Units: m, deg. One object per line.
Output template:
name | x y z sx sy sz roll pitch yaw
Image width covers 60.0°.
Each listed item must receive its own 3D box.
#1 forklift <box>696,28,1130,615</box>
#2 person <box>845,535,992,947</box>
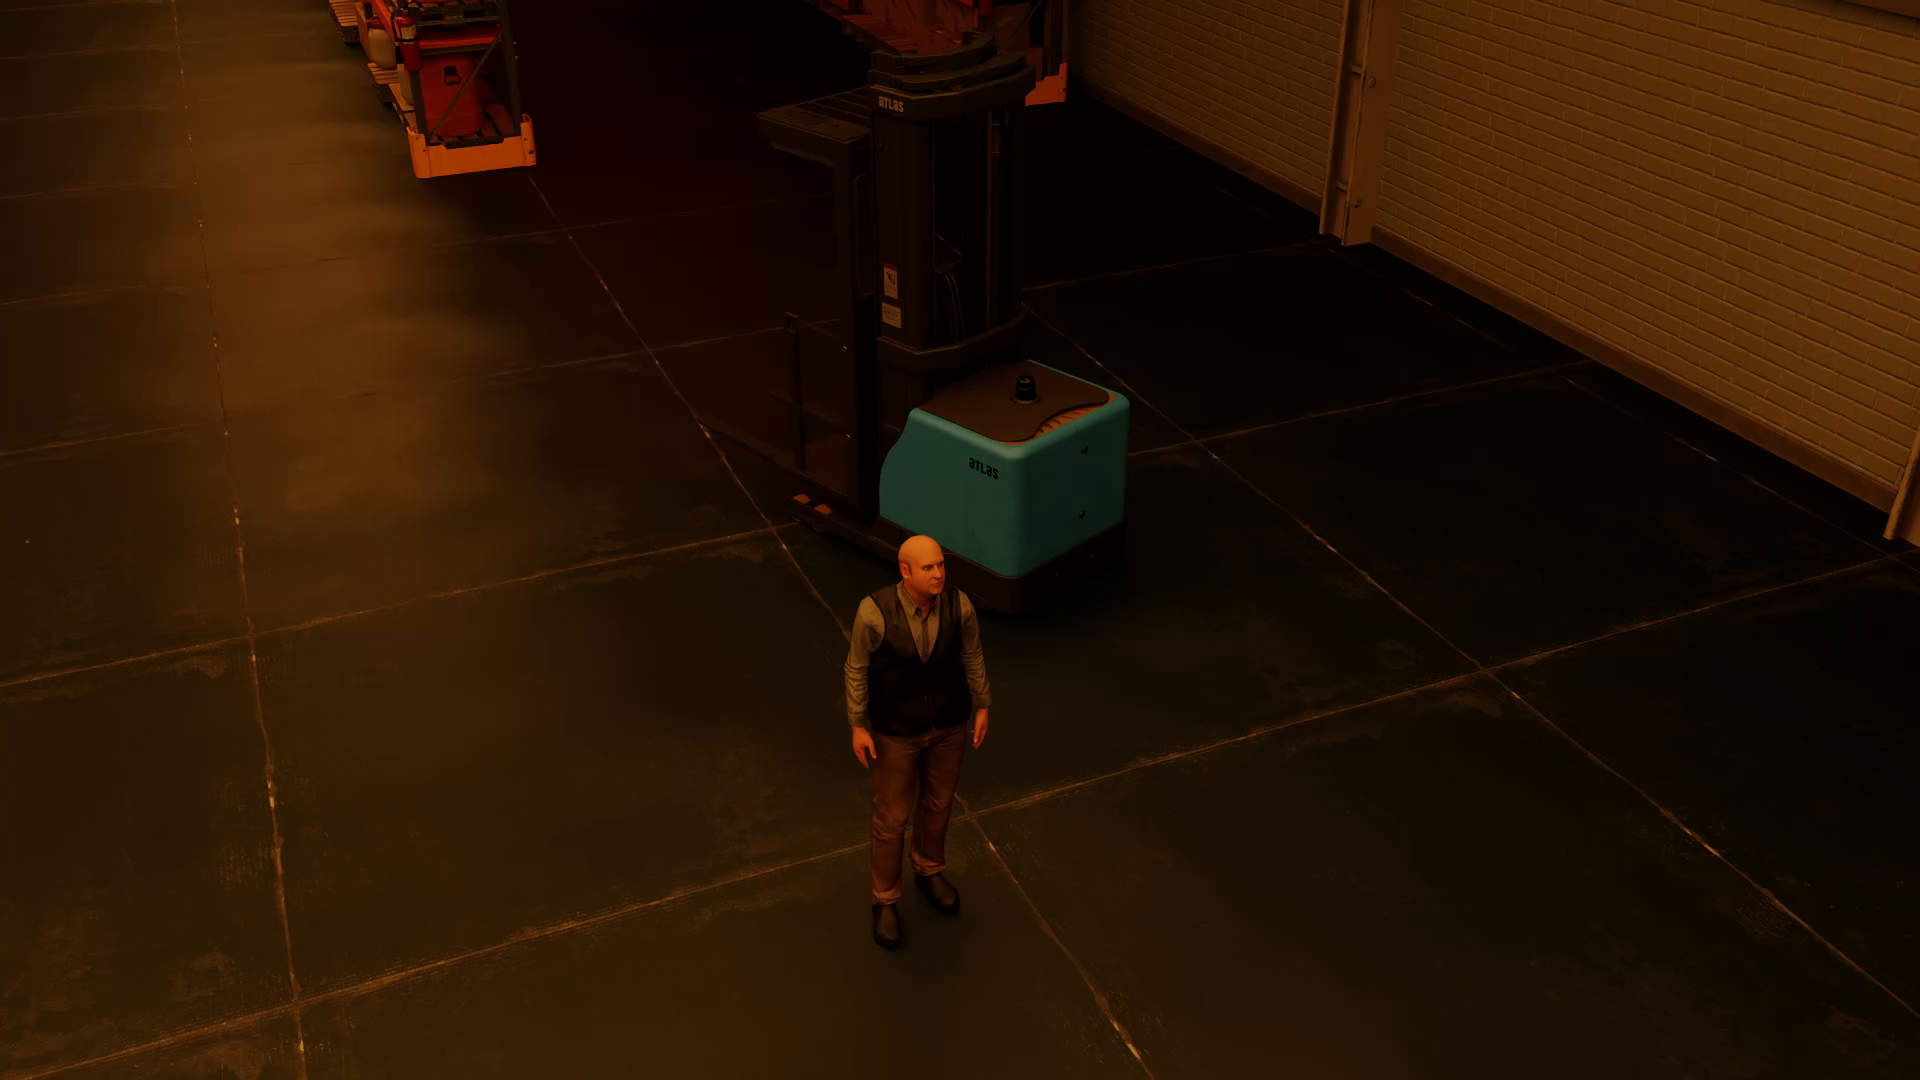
forklift | -0.436 -1.483 9.714 3.031 2.935 1.130 26 39 37
person | -0.147 0.806 6.915 0.632 1.720 0.568 -12 32 -19
